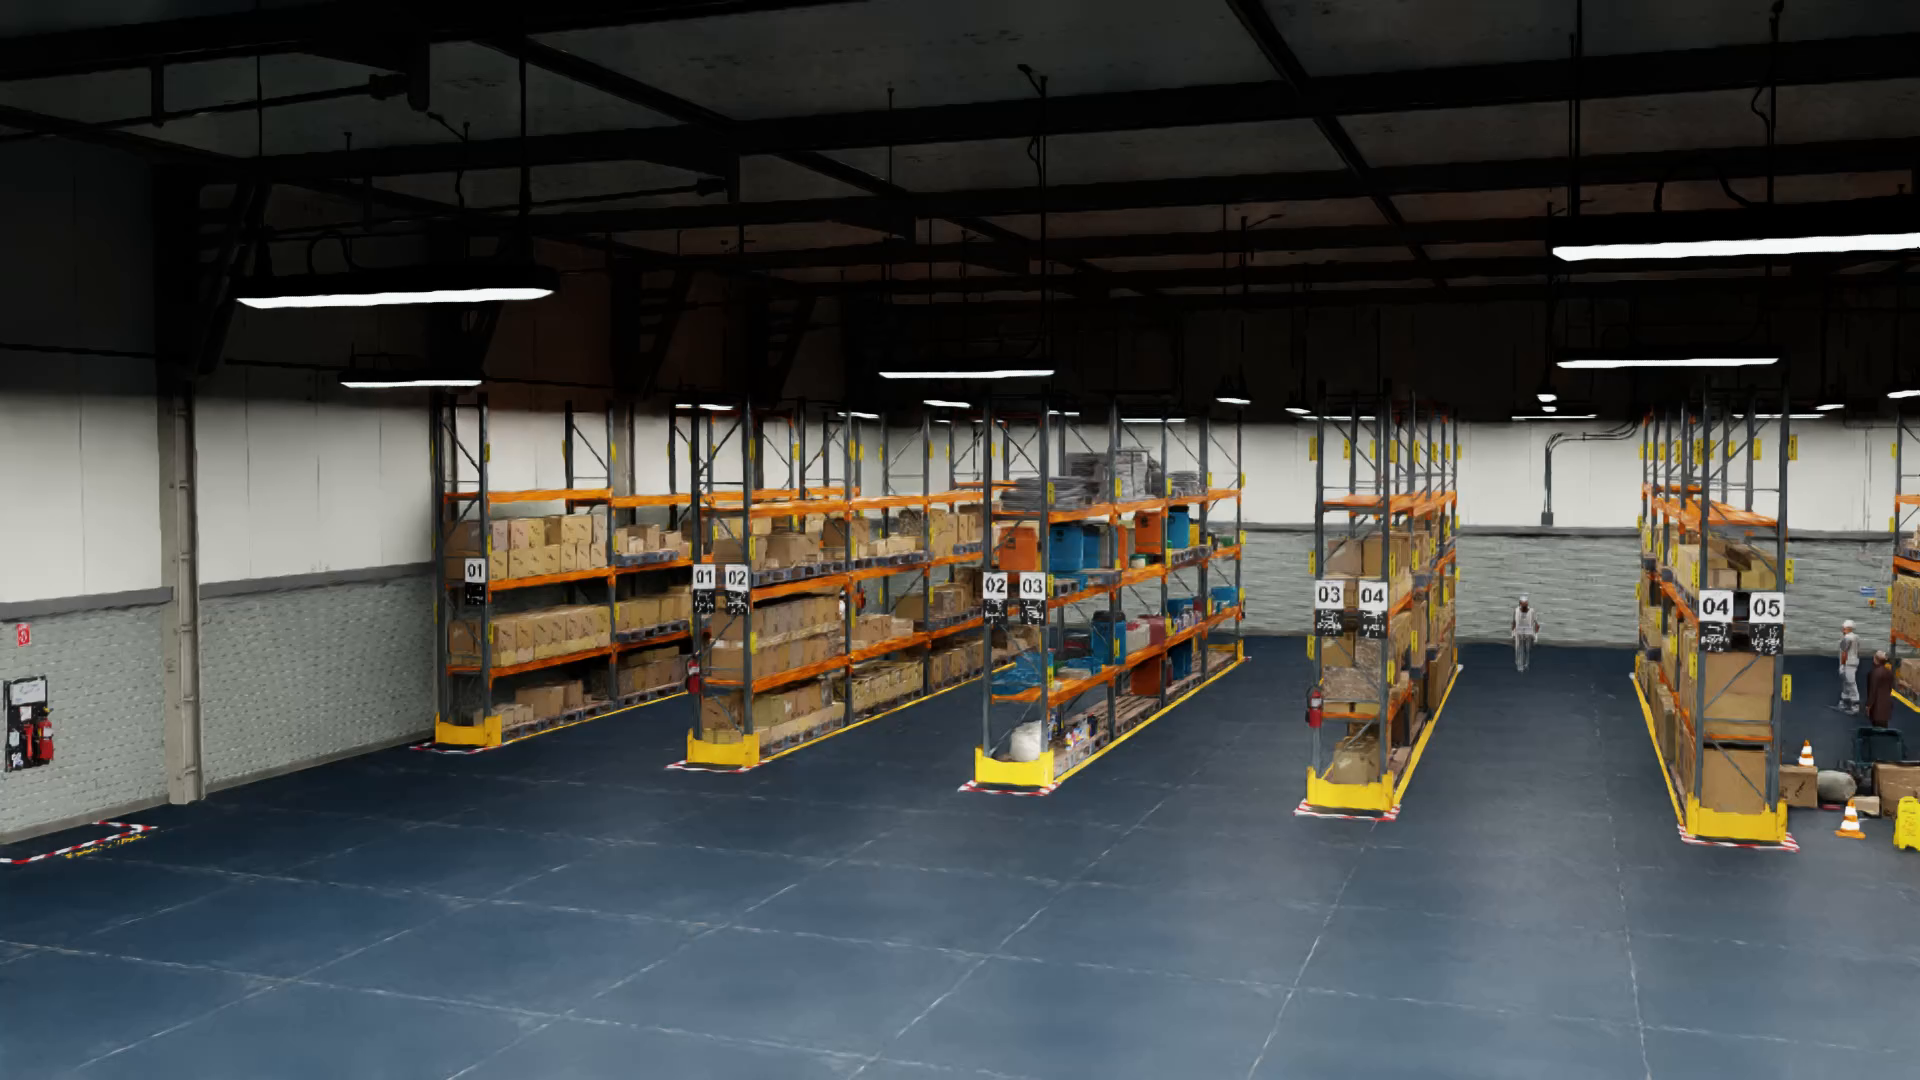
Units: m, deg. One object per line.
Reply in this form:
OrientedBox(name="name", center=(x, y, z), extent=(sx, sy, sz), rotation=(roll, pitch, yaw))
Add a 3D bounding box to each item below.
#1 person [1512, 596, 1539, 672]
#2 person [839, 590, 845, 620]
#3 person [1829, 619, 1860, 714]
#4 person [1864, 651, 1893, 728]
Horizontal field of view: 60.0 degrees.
OrientedBox(name="person", center=(12.841, 2.125, 37.799), extent=(0.579, 1.732, 1.042), rotation=(1, 3, 19))
OrientedBox(name="person", center=(-2.822, 2.045, 39.788), extent=(0.388, 1.671, 0.566), rotation=(0, 3, 7))
OrientedBox(name="person", center=(16.929, 2.405, 31.773), extent=(0.585, 1.786, 0.661), rotation=(2, 4, 39))
OrientedBox(name="person", center=(14.754, 2.669, 26.777), extent=(0.677, 1.773, 0.630), rotation=(-3, 4, -42))
